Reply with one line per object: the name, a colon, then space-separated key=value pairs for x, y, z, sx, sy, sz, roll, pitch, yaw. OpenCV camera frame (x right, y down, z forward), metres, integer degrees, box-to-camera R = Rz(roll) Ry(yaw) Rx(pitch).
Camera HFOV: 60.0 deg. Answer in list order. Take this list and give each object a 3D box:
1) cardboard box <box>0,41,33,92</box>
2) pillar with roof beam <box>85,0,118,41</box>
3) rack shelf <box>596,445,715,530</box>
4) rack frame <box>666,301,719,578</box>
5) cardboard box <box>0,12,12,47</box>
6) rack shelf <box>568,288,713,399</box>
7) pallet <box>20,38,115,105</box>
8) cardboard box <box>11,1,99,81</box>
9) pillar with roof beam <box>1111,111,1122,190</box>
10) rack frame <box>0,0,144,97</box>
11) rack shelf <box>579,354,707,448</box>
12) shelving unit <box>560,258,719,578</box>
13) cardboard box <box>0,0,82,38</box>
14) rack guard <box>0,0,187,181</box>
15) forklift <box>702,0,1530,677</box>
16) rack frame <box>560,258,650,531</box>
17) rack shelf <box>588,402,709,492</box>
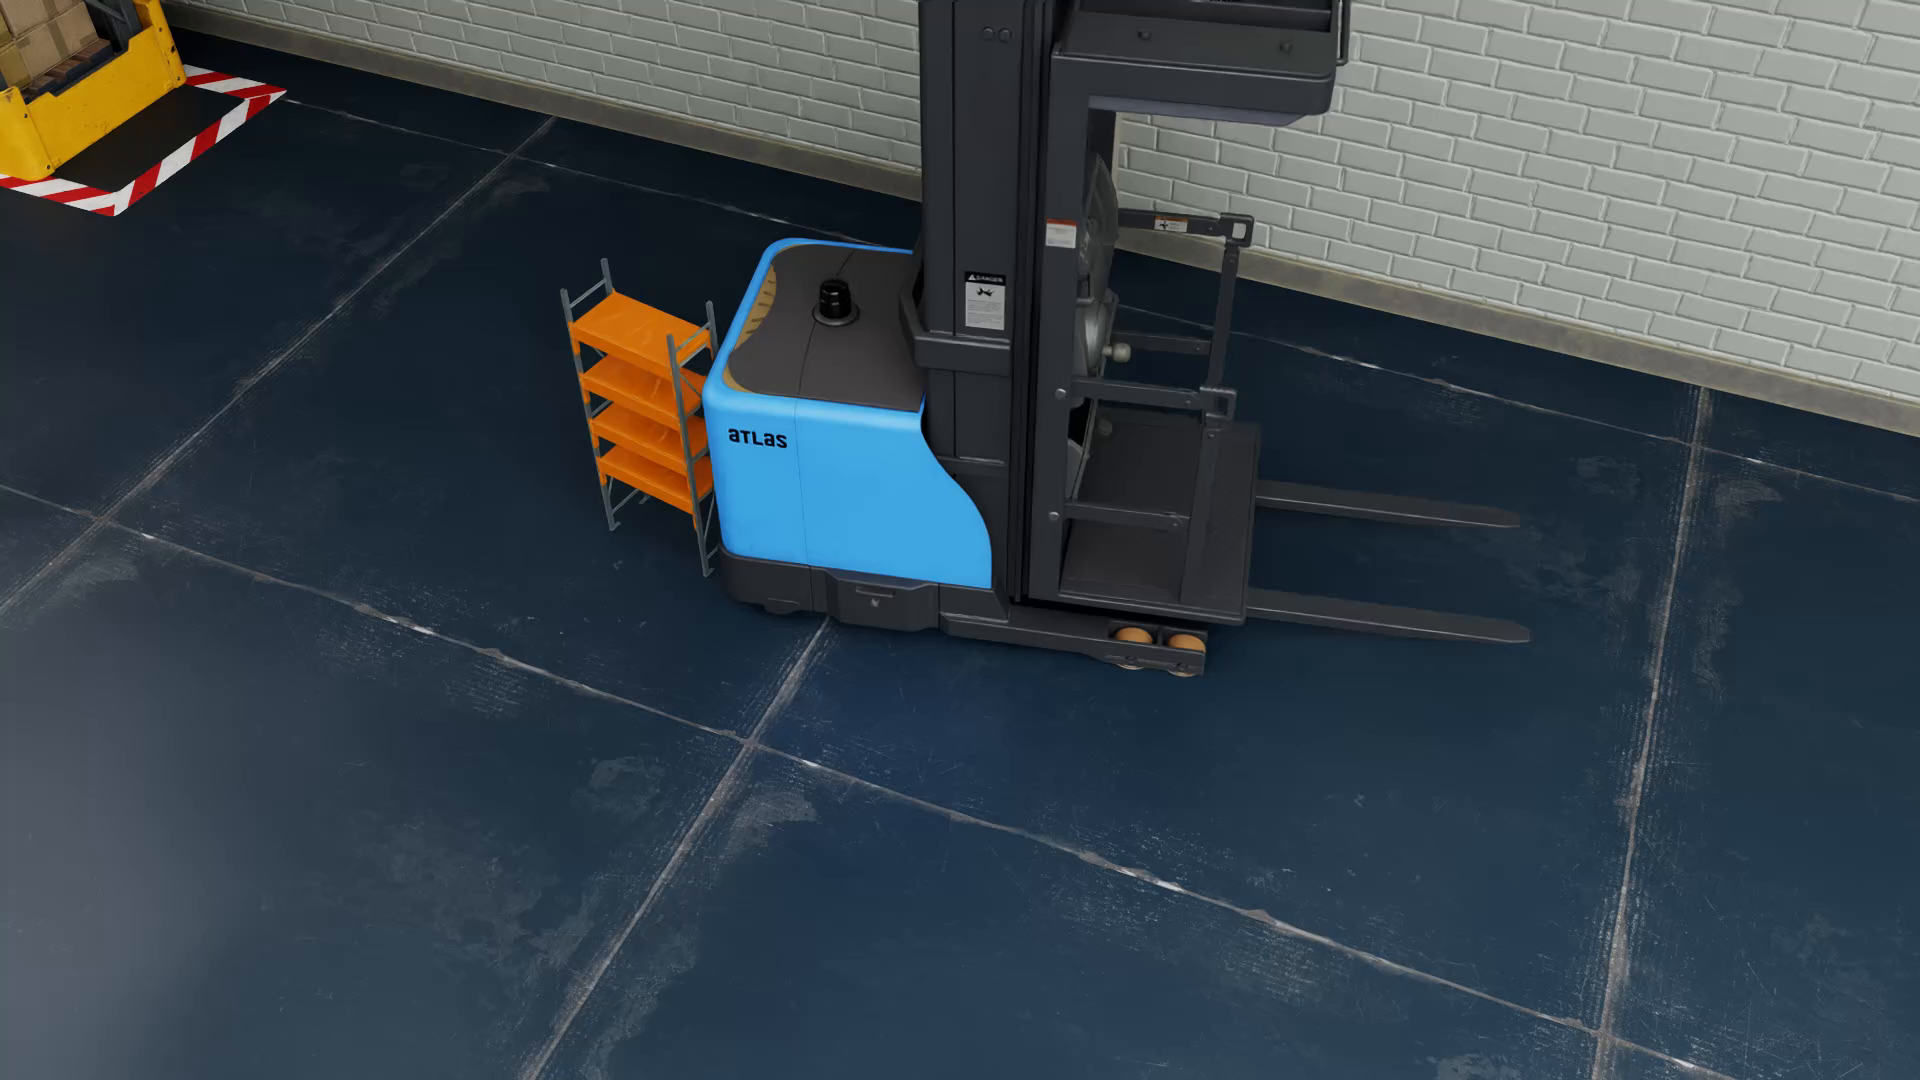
cardboard box: x=-5.287 y=-2.438 z=8.726 sx=0.500 sy=0.250 sz=0.500 roll=17 pitch=47 yaw=16
pillar with roof beam: x=-6.685 y=-3.442 z=3.830 sx=0.400 sy=9.000 sz=9.100 roll=16 pitch=47 yaw=16
rack shelf: x=-1.155 y=-0.254 z=6.532 sx=0.480 sy=0.148 sz=0.258 roll=24 pitch=50 yaw=22
rack frame: x=-0.948 y=-0.351 z=6.252 sx=0.015 sy=1.200 sz=0.240 roll=24 pitch=50 yaw=22
cardboard box: x=-5.301 y=-2.622 z=8.556 sx=0.500 sy=0.250 sz=0.500 roll=16 pitch=47 yaw=15
rack shelf: x=-1.155 y=-0.721 z=6.067 sx=0.480 sy=0.148 sz=0.258 roll=24 pitch=50 yaw=22
pallet: x=-5.453 y=-2.534 z=9.147 sx=1.213 sy=0.211 sz=1.003 roll=16 pitch=47 yaw=16
cardboard box: x=-5.110 y=-2.777 z=9.066 sx=0.500 sy=0.250 sz=0.500 roll=17 pitch=47 yaw=16
pillar with roof beam: x=-1.147 y=-1.813 z=2.192 sx=0.400 sy=9.000 sz=9.100 roll=16 pitch=47 yaw=16
rack frame: x=-4.732 y=-3.342 z=7.983 sx=0.127 sy=3.000 sz=1.000 roll=16 pitch=47 yaw=16
rack shelf: x=-1.155 y=-0.554 z=6.234 sx=0.480 sy=0.148 sz=0.258 roll=24 pitch=50 yaw=22
shelving unit: x=-1.155 y=-0.443 z=6.344 sx=0.503 sy=1.200 sz=0.258 roll=24 pitch=50 yaw=22
cardboard box: x=-5.086 y=-2.957 z=8.892 sx=0.500 sy=0.250 sz=0.500 roll=17 pitch=47 yaw=17
rack guard: x=-4.709 y=-2.450 z=8.858 sx=0.348 sy=0.500 sz=1.175 roll=16 pitch=47 yaw=16
forklift: x=0.650 y=-0.935 z=5.612 sx=3.031 sy=2.935 sz=1.130 roll=7 pitch=45 yaw=7
rack frame: x=-1.361 y=-0.535 z=6.437 sx=0.015 sy=1.200 sz=0.240 roll=24 pitch=50 yaw=22
rack shelf: x=-1.155 y=-0.395 z=6.392 sx=0.480 sy=0.148 sz=0.258 roll=24 pitch=50 yaw=22
